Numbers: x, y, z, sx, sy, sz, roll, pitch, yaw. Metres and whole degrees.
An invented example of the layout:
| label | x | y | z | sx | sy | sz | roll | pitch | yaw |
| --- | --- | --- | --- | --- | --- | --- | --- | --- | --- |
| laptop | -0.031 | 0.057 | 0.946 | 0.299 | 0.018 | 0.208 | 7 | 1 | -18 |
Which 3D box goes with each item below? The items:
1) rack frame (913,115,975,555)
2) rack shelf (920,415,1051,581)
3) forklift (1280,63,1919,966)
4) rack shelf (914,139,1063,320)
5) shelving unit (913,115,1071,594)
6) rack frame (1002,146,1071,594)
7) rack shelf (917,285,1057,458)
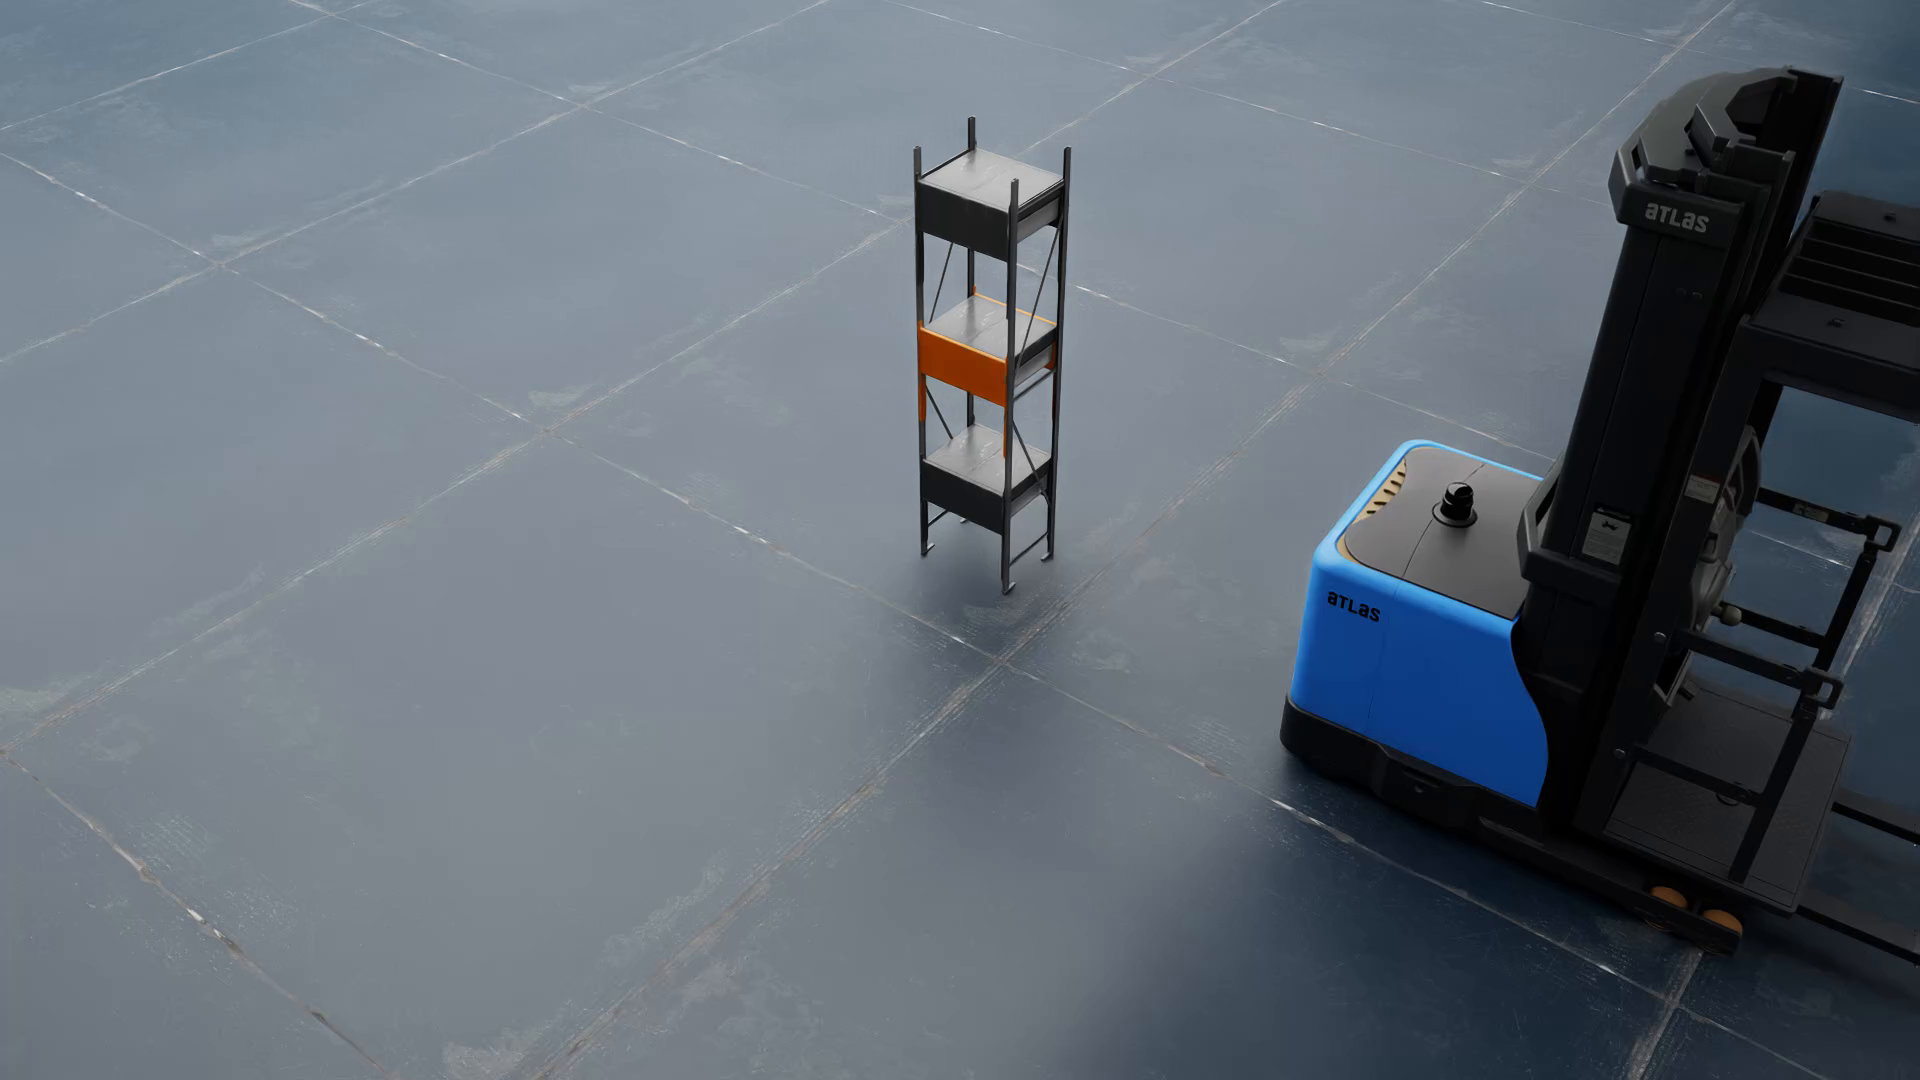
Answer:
| label | x | y | z | sx | sy | sz | roll | pitch | yaw |
| --- | --- | --- | --- | --- | --- | --- | --- | --- | --- |
| rack frame | -0.062 | -0.856 | 7.501 | 0.015 | 2.100 | 0.400 | 25 | 45 | 29 |
| rack shelf | 0.131 | -0.203 | 7.824 | 0.480 | 0.518 | 0.431 | 25 | 45 | 29 |
| forklift | 2.843 | 0.002 | 5.731 | 3.031 | 2.935 | 1.130 | 22 | 43 | 26 |
| rack shelf | 0.131 | -1.305 | 6.961 | 0.480 | 0.518 | 0.431 | 25 | 45 | 29 |
| shelving unit | 0.131 | -0.765 | 7.384 | 0.503 | 2.100 | 0.431 | 25 | 45 | 29 |
| rack frame | 0.325 | -0.673 | 7.268 | 0.015 | 2.100 | 0.400 | 25 | 45 | 29 |
| rack shelf | 0.131 | -0.754 | 7.393 | 0.480 | 0.518 | 0.431 | 25 | 45 | 29 |
